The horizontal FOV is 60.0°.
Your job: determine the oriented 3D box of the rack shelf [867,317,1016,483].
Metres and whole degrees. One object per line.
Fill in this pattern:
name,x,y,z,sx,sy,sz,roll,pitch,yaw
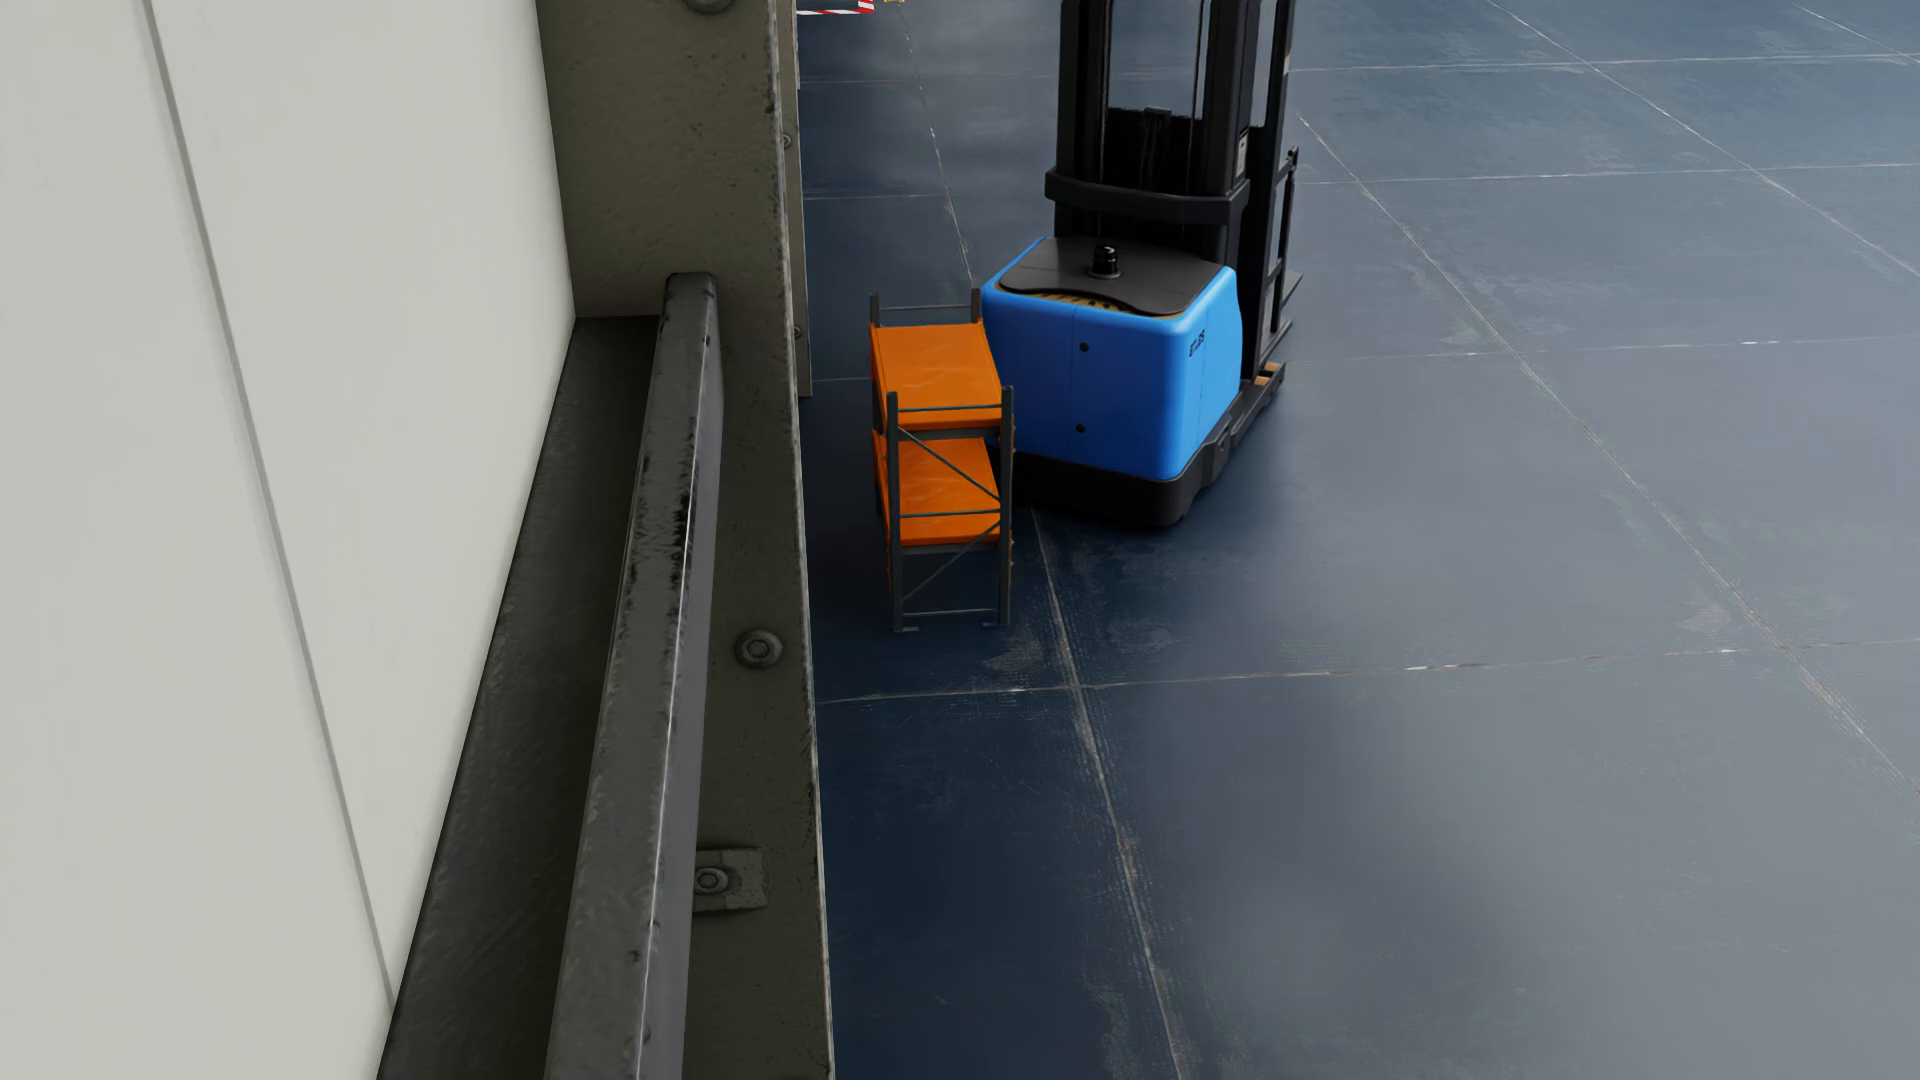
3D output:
rack shelf,-0.097,-0.617,7.115,0.538,0.278,1.000,-3,31,-6

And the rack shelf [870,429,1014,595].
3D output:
rack shelf,-0.097,-0.156,7.391,0.538,0.278,1.000,-3,31,-6

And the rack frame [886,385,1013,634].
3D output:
rack frame,-0.040,-0.107,6.832,0.500,1.125,0.032,-3,31,-6

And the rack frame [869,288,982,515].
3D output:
rack frame,-0.154,-0.625,7.699,0.500,1.125,0.032,-3,31,-6

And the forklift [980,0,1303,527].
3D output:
forklift,1.130,-2.057,8.336,1.130,2.935,3.031,13,33,21

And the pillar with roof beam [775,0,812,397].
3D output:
pillar with roof beam,3.308,-4.948,7.259,9.100,9.000,0.400,-3,31,-5

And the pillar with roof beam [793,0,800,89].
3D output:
pillar with roof beam,2.747,-8.012,12.388,9.100,9.000,0.400,-3,31,-5

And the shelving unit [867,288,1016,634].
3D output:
shelving unit,-0.097,-0.366,7.265,0.538,1.125,1.048,-3,31,-6
